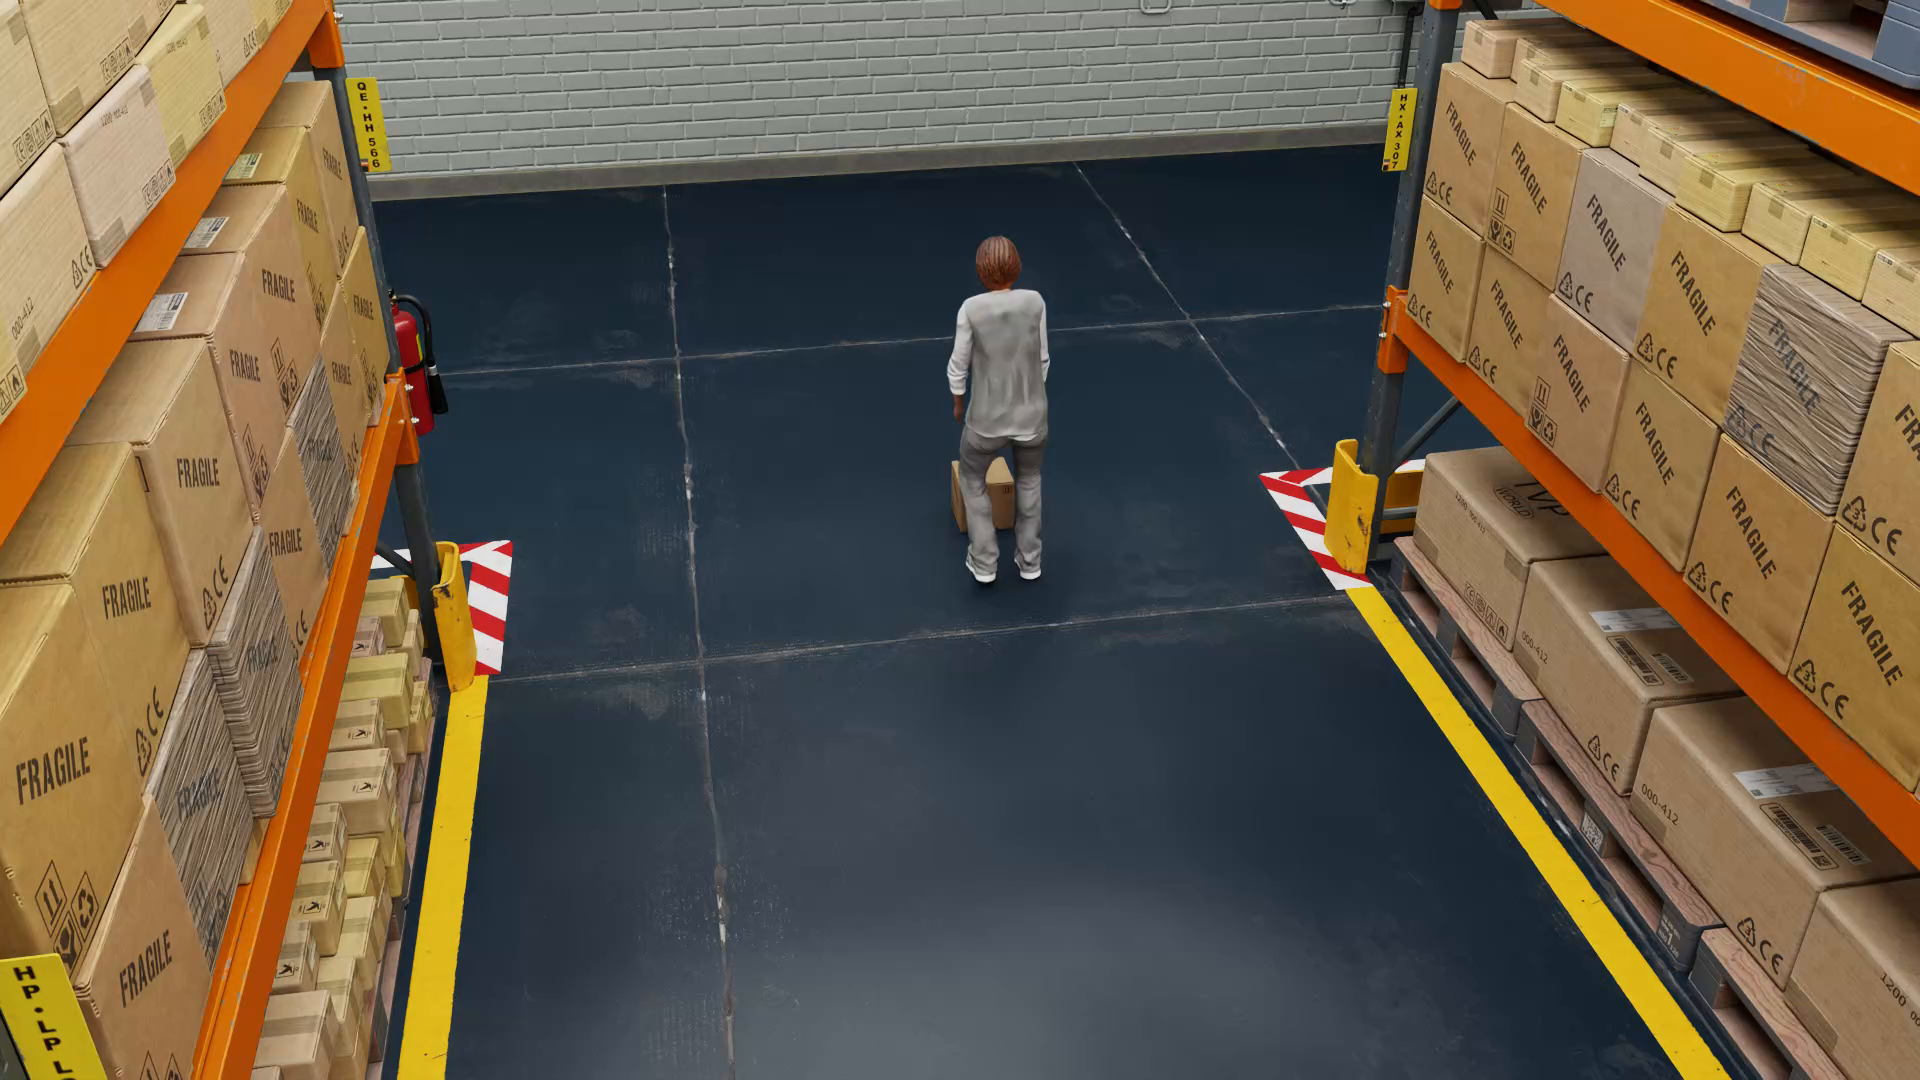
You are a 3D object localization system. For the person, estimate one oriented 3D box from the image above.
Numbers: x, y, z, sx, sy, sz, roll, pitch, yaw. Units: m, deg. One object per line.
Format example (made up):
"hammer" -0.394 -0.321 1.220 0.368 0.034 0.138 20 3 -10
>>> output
"person" 0.165 -0.508 7.077 0.433 1.513 0.417 -5 31 -8
